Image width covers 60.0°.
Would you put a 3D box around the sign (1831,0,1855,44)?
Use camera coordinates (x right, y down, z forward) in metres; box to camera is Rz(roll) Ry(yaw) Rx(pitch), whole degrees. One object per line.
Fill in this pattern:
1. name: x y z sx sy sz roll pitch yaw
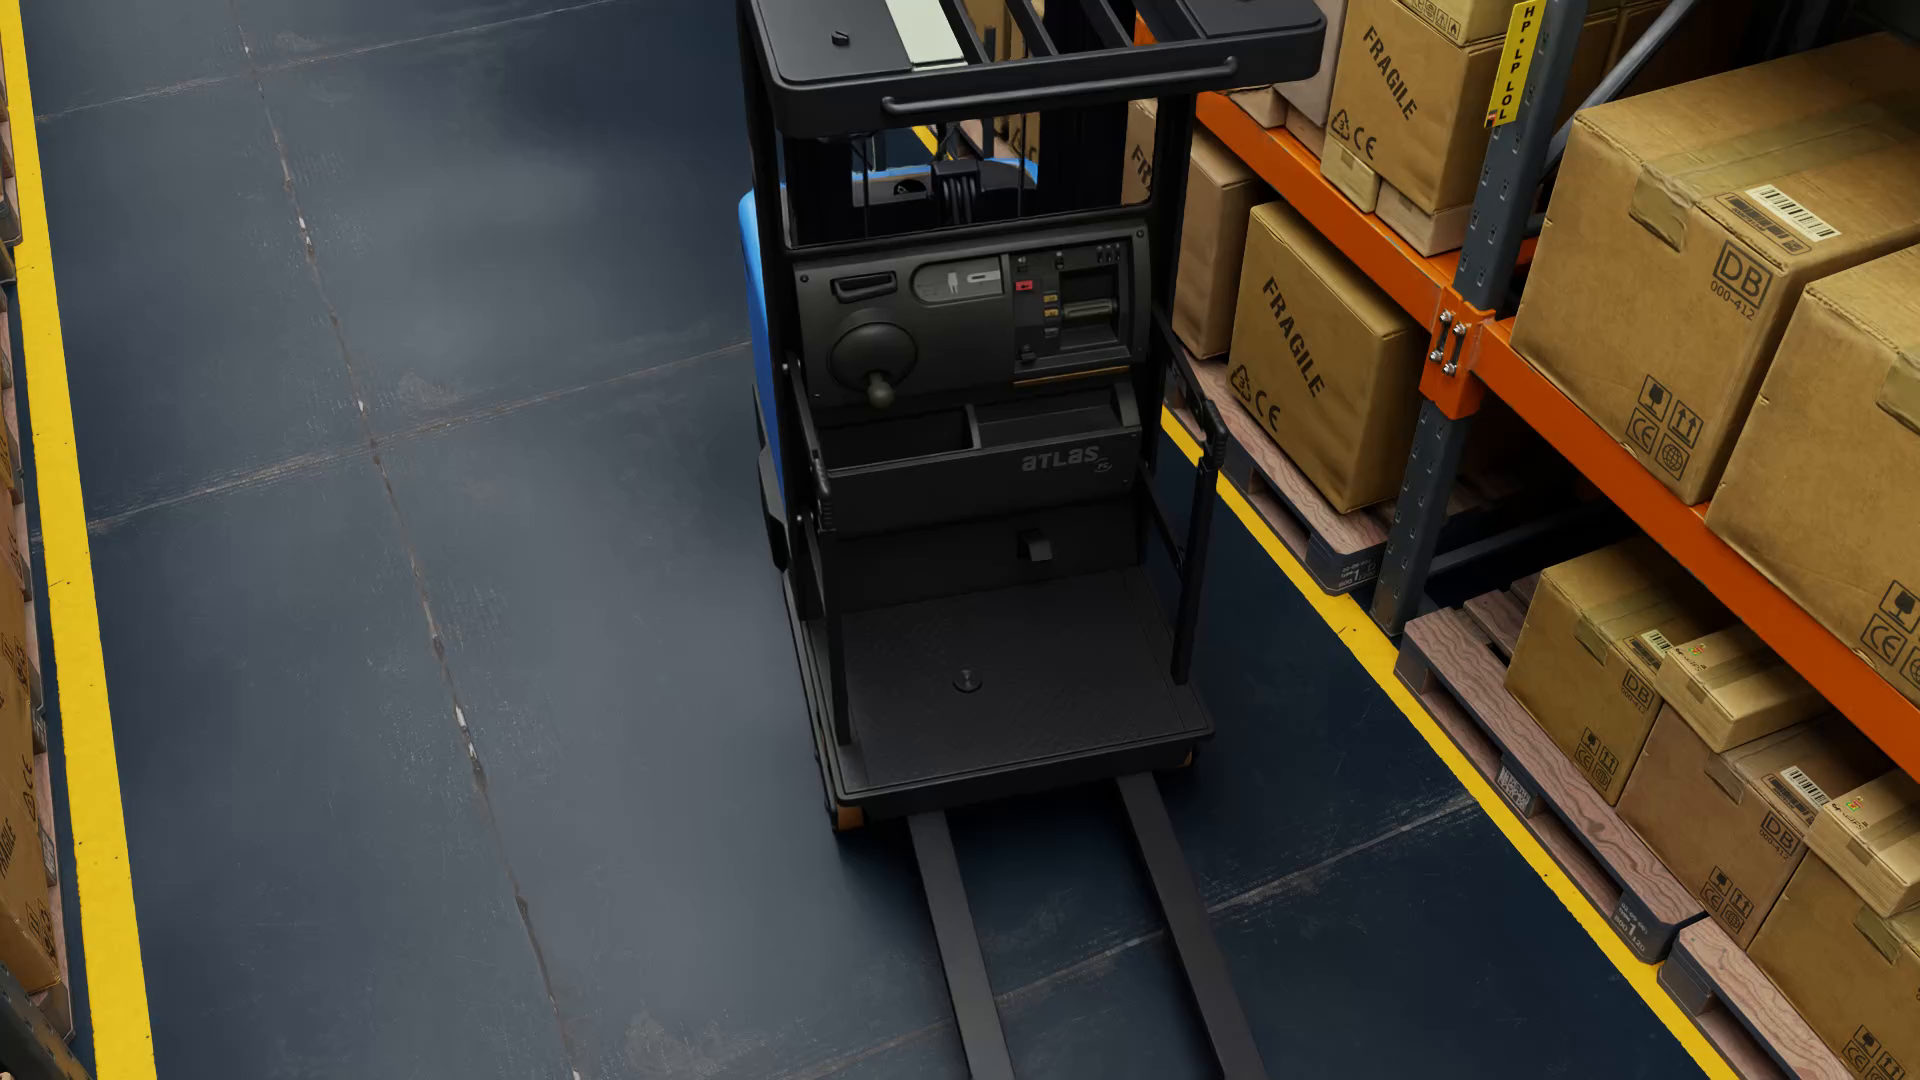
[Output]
1. sign: 2.332 -1.431 4.392 0.100 0.325 0.005 -18 47 -17

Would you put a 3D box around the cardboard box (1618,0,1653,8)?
1. cardboard box: 1.872 -1.715 4.522 0.500 0.250 0.500 -17 47 -16

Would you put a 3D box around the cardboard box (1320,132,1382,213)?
1. cardboard box: 1.302 -1.133 4.927 0.380 0.149 0.250 -17 47 -17

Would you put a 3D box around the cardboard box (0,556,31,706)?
1. cardboard box: -3.084 0.231 4.847 0.500 0.500 0.500 -17 47 -17

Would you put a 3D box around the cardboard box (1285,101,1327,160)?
1. cardboard box: 1.234 -1.312 5.108 0.380 0.149 0.250 -17 47 -16

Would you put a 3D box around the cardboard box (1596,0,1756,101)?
1. cardboard box: 1.864 -1.446 4.783 0.500 0.500 0.500 -20 48 -19

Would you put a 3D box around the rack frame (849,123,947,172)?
1. rack frame: -0.249 -1.566 6.270 0.400 1.500 0.023 -9 45 -9

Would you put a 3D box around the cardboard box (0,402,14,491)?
1. cardboard box: -3.522 -0.424 5.510 0.500 0.500 0.500 -20 48 -19

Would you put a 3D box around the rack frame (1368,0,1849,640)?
1. rack frame: 1.829 -0.930 4.557 1.000 3.000 0.127 -18 47 -17

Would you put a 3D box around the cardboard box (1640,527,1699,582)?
1. cardboard box: 2.169 -0.065 4.699 0.380 0.149 0.250 -18 47 -18

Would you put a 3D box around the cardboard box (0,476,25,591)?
1. cardboard box: -3.296 -0.091 5.173 0.500 0.500 0.500 -20 48 -19

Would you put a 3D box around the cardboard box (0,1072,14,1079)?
1. cardboard box: -2.167 1.548 3.512 0.500 0.500 0.500 -18 47 -17

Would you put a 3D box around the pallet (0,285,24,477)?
1. pallet: -4.066 -0.534 6.141 1.003 0.211 1.213 -18 47 -17

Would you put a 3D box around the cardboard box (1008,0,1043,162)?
1. cardboard box: 0.700 -1.796 6.666 0.750 0.750 0.750 -18 47 -18

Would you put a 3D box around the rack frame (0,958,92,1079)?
1. rack frame: -2.661 0.534 3.073 0.949 2.616 0.053 -18 47 -17

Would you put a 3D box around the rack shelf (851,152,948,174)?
1. rack shelf: -0.168 -1.084 6.244 0.431 0.370 0.720 -9 45 -9

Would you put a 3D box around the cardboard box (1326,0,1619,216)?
1. cardboard box: 1.406 -1.298 4.633 0.500 0.500 0.500 -19 48 -18

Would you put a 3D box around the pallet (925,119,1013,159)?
1. pallet: 0.410 -1.962 7.588 1.003 0.211 1.213 -18 47 -17

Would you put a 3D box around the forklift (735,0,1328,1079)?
1. forklift: 0.093 -0.489 4.159 1.130 2.935 3.031 -9 45 -9

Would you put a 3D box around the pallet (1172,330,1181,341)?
1. pallet: 0.919 -1.185 6.801 1.003 0.211 1.213 -18 47 -17

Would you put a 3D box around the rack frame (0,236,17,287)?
1. rack frame: -4.346 -2.014 5.655 1.000 3.000 0.127 -18 47 -17

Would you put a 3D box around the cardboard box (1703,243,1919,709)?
1. cardboard box: 2.344 -0.219 3.623 0.980 0.700 0.700 -19 48 -18

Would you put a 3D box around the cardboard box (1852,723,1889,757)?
1. cardboard box: 2.504 0.438 4.189 0.380 0.149 0.250 -19 48 -19

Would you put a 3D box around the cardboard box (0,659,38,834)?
1. cardboard box: -2.881 0.552 4.522 0.500 0.500 0.500 -17 47 -17

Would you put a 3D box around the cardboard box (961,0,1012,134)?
1. cardboard box: 0.337 -2.356 7.233 0.750 0.750 0.750 -19 48 -18

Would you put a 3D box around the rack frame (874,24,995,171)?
1. rack frame: -0.086 -1.065 5.761 0.400 1.500 0.023 -9 45 -9

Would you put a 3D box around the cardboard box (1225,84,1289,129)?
1. cardboard box: 1.070 -1.463 5.261 0.380 0.149 0.250 -18 47 -17

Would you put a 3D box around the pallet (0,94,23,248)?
1. pallet: -4.657 -1.557 7.178 1.003 0.211 1.213 -18 47 -17

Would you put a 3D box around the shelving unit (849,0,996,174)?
1. shelving unit: -0.168 -1.316 6.015 0.431 1.500 0.755 -9 45 -9

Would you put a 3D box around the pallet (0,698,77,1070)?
1. pallet: -3.040 1.021 4.565 1.003 0.211 1.213 -18 47 -17

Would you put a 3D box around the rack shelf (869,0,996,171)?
1. rack shelf: -0.168 -1.593 5.741 0.431 0.370 0.720 -9 45 -9

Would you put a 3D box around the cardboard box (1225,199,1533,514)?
1. cardboard box: 1.438 -0.690 5.545 0.750 0.750 0.750 -18 47 -17

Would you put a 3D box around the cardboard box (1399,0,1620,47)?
1. cardboard box: 1.400 -1.568 4.372 0.500 0.250 0.500 -17 47 -16

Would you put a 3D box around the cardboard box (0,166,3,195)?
1. cardboard box: -4.300 -1.605 6.899 0.500 0.250 0.500 -18 47 -18

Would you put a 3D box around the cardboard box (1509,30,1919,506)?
1. cardboard box: 2.042 -0.686 4.096 0.980 0.700 0.700 -17 47 -17

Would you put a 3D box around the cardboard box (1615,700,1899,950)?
1. cardboard box: 2.258 0.638 4.448 0.700 0.500 0.500 -18 48 -18

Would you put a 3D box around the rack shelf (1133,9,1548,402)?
1. rack shelf: 0.988 -1.948 6.101 1.077 0.370 4.000 -18 47 -17

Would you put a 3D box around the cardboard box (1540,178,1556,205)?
1. cardboard box: 1.868 -1.120 4.914 0.380 0.149 0.250 -19 48 -19

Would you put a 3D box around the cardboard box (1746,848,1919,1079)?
1. cardboard box: 2.472 0.966 4.116 0.700 0.500 0.500 -17 47 -16

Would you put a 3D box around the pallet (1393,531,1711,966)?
1. pallet: 2.078 0.570 5.022 1.003 0.211 1.213 -18 47 -17

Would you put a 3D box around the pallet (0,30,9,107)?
1. pallet: -5.166 -2.334 7.965 1.003 0.211 1.213 -18 47 -17

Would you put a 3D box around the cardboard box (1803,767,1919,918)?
1. cardboard box: 2.248 0.691 3.933 0.380 0.149 0.250 -19 48 -19

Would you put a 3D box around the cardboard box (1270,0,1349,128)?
1. cardboard box: 1.183 -1.620 4.959 0.500 0.500 0.500 -18 47 -17

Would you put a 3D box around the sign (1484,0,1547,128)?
1. sign: 1.341 -1.147 4.009 0.100 0.325 0.005 -18 47 -17

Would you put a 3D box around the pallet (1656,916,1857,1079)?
1. pallet: 2.594 1.349 4.233 1.003 0.211 1.213 -18 47 -17

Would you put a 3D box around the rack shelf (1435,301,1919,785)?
1. rack shelf: 2.670 0.601 3.518 1.077 0.370 4.000 -18 47 -17

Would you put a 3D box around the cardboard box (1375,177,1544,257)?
1. cardboard box: 1.430 -0.979 4.772 0.380 0.149 0.250 -18 47 -17

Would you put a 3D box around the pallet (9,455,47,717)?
1. pallet: -3.557 0.242 5.354 1.003 0.211 1.213 -18 47 -17

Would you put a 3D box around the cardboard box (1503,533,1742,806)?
1. cardboard box: 2.050 0.317 4.774 0.700 0.500 0.500 -17 47 -17

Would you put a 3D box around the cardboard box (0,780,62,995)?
1. cardboard box: -2.646 0.888 4.180 0.500 0.500 0.500 -20 48 -19

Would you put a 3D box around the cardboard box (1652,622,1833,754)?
1. cardboard box: 2.029 0.358 4.270 0.380 0.149 0.250 -17 47 -16

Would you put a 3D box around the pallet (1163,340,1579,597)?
1. pallet: 1.436 -0.407 6.012 1.003 0.211 1.213 -18 47 -17

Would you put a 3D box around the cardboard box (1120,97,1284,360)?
1. cardboard box: 1.061 -1.256 6.118 0.750 0.750 0.750 -17 47 -16
